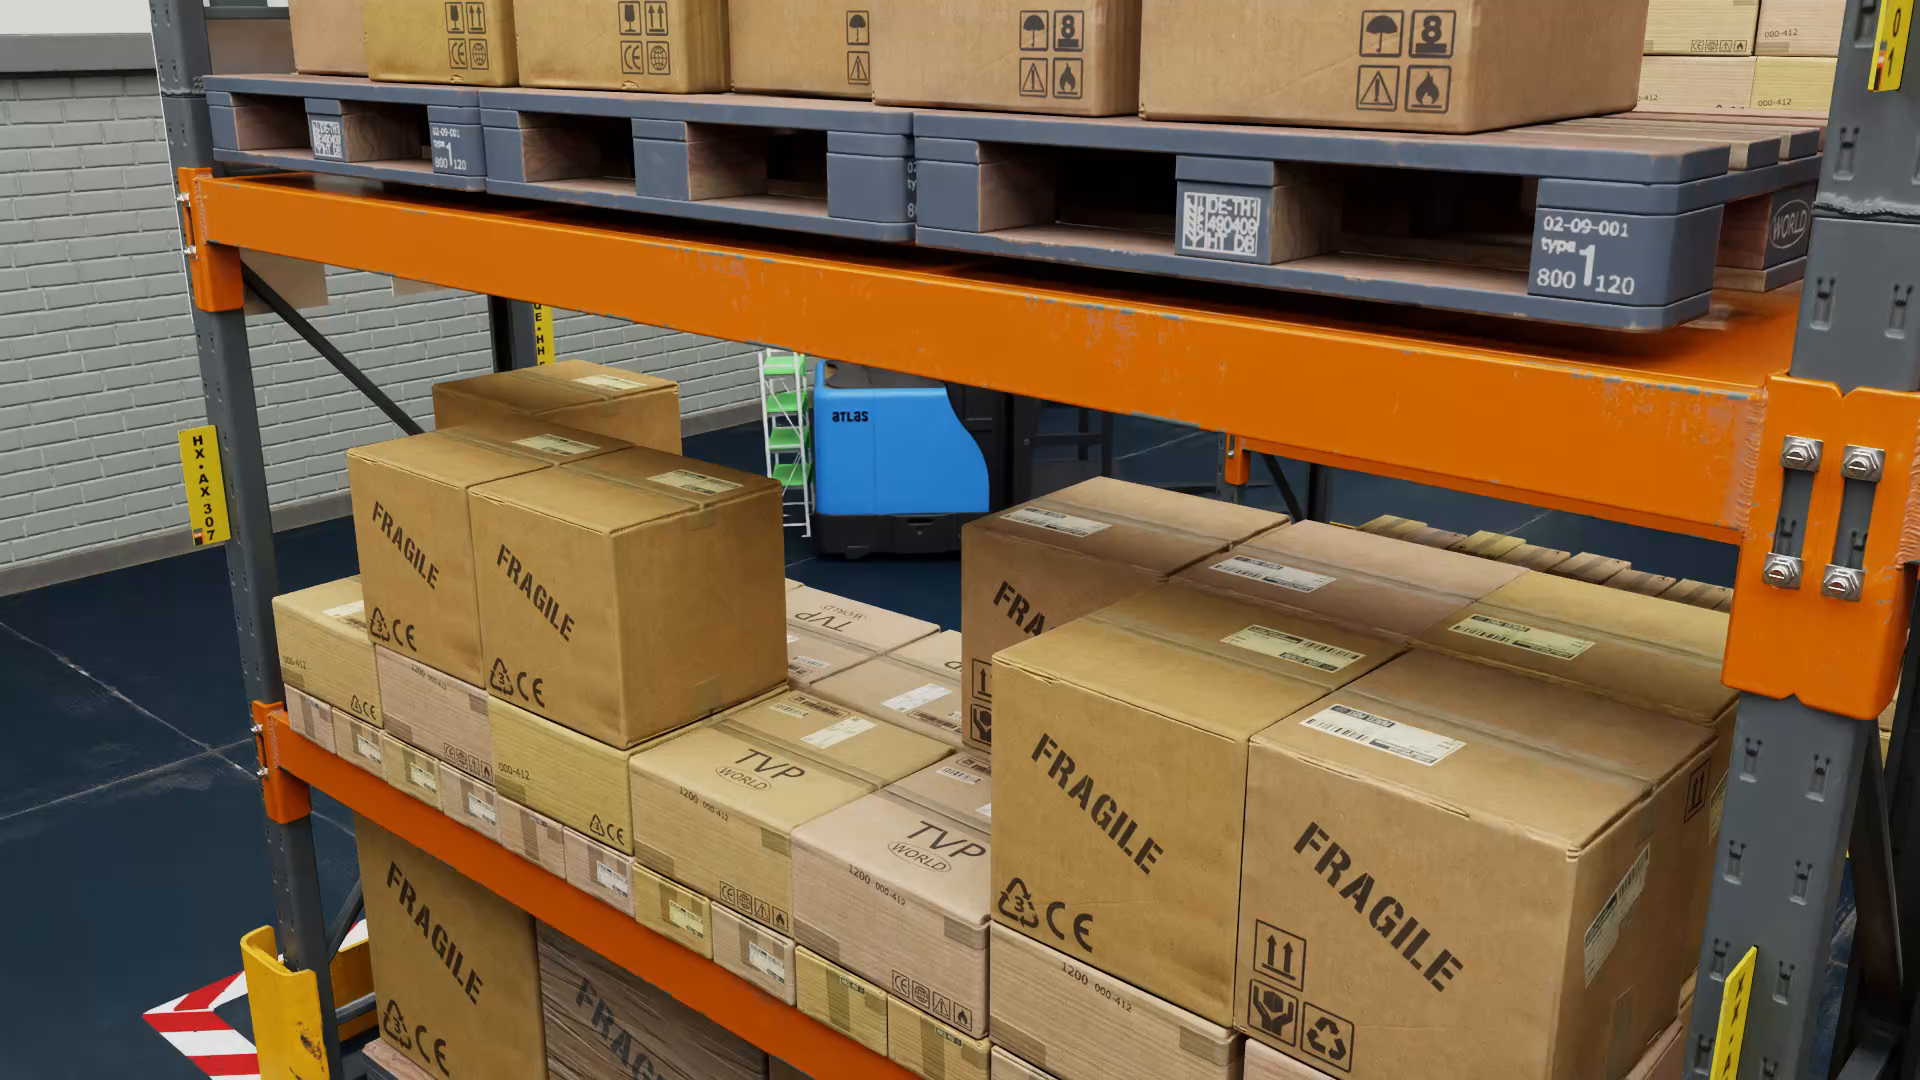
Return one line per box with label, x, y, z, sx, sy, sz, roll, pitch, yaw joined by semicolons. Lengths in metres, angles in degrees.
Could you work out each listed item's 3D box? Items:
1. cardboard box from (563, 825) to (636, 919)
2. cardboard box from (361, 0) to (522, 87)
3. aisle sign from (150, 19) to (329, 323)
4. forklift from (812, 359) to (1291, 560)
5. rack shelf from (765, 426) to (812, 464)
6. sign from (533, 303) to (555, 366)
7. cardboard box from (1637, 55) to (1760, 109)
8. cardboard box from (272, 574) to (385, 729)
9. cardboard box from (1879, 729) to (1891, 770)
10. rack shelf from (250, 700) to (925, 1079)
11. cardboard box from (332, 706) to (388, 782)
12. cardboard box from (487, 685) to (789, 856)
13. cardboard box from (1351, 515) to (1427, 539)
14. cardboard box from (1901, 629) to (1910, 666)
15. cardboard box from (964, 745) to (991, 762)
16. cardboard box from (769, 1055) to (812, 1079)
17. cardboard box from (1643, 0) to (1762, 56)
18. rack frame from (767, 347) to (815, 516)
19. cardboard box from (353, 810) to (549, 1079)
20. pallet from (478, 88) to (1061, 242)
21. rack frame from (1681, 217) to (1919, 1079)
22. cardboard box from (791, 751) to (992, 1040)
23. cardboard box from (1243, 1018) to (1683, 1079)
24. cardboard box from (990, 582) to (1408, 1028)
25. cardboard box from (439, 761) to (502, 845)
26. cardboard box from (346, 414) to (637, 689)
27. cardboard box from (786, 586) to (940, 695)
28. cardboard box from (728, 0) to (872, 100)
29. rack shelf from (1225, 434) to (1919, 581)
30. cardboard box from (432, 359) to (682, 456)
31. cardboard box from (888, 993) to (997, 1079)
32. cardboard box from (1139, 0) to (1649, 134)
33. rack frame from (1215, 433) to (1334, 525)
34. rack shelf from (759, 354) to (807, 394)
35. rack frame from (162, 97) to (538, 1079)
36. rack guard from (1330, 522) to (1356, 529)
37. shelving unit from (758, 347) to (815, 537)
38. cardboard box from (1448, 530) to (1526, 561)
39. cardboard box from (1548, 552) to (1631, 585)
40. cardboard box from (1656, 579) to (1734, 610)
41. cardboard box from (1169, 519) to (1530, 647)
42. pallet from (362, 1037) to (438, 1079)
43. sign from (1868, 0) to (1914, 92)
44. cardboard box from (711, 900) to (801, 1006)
cardboard box;-0.687;0.701;3.858;0.250;0.149;0.380;15;23;39
cardboard box;-0.932;-1.315;3.811;0.500;0.500;0.700;14;22;37
aisle sign;-1.950;-1.008;4.530;0.004;0.787;0.394;15;23;39
forklift;0.593;-1.436;10.290;3.031;2.935;1.130;-1;18;-4
rack shelf;-1.103;-0.602;10.718;0.258;0.148;0.480;-3;18;0
sign;-1.327;-0.607;5.259;0.005;0.325;0.100;15;23;39
cardboard box;3.000;-1.821;6.679;0.500;0.250;0.500;15;23;39
cardboard box;-1.517;0.265;4.573;0.500;0.250;0.500;14;23;38
cardboard box;3.793;0.804;6.648;0.250;0.149;0.380;14;22;37
rack shelf;-0.201;0.923;3.935;4.000;0.370;1.077;15;23;39
cardboard box;-1.458;0.495;4.509;0.250;0.149;0.380;15;23;38
cardboard box;-0.751;0.470;3.929;0.500;0.250;0.500;14;22;37
cardboard box;2.235;0.000;8.687;0.250;0.149;0.380;15;23;40
cardboard box;3.944;0.483;7.167;0.250;0.149;0.380;14;23;38
cardboard box;0.357;0.554;3.665;0.500;0.250;0.500;16;23;41
cardboard box;0.181;1.462;3.863;0.875;0.875;0.875;15;23;39
cardboard box;2.967;-2.063;6.617;0.500;0.250;0.500;14;22;37
rack frame;-1.109;-0.737;10.932;0.240;1.200;0.015;-3;18;0
cardboard box;-1.165;1.101;5.002;0.875;0.875;0.875;15;23;39
pallet;-0.219;-0.818;3.418;1.213;0.211;1.003;15;23;39
rack frame;1.295;0.981;2.561;0.127;3.000;1.000;15;23;39
cardboard box;0.020;0.676;3.279;0.500;0.250;0.500;16;23;40
cardboard box;0.790;0.882;2.631;0.500;0.250;0.500;14;23;38
cardboard box;0.401;0.420;2.845;0.500;0.500;0.500;15;23;40
cardboard box;-1.070;0.598;4.183;0.250;0.149;0.380;15;23;38
cardboard box;-1.143;0.008;4.143;0.500;0.500;0.500;14;23;38
cardboard box;-0.399;0.349;4.309;0.500;0.250;0.500;14;22;37
cardboard box;-0.027;-1.134;3.241;0.500;0.500;0.700;16;24;42
rack shelf;3.167;-0.179;7.407;4.000;0.370;1.077;15;23;39
cardboard box;-1.158;-0.211;4.835;0.500;0.500;0.500;15;23;40
cardboard box;0.079;0.907;3.209;0.250;0.149;0.380;16;23;40
cardboard box;0.669;-0.887;2.466;0.500;0.500;0.700;13;22;36
rack frame;1.671;-0.924;8.564;0.127;3.000;1.000;15;23;39
rack shelf;-1.123;-1.059;10.573;0.258;0.148;0.480;-3;18;0
rack frame;-1.697;0.178;5.092;0.127;3.000;1.000;15;23;39
rack guard;1.728;0.283;8.894;0.348;0.500;1.175;15;23;39
shelving unit;-1.105;-0.663;10.699;0.258;1.200;0.503;-3;18;0
cardboard box;2.663;0.087;8.414;0.250;0.149;0.380;14;23;38
cardboard box;3.052;0.195;8.075;0.250;0.149;0.380;16;24;41
cardboard box;3.390;0.319;7.683;0.250;0.149;0.380;15;23;40
cardboard box;0.743;0.299;3.228;0.500;0.500;0.500;15;23;39
pallet;-1.047;1.650;5.063;1.213;0.211;1.003;15;23;39
sign;0.927;-0.607;1.620;0.005;0.325;0.100;15;23;39
cardboard box;-0.302;0.805;3.533;0.250;0.149;0.380;16;23;40
